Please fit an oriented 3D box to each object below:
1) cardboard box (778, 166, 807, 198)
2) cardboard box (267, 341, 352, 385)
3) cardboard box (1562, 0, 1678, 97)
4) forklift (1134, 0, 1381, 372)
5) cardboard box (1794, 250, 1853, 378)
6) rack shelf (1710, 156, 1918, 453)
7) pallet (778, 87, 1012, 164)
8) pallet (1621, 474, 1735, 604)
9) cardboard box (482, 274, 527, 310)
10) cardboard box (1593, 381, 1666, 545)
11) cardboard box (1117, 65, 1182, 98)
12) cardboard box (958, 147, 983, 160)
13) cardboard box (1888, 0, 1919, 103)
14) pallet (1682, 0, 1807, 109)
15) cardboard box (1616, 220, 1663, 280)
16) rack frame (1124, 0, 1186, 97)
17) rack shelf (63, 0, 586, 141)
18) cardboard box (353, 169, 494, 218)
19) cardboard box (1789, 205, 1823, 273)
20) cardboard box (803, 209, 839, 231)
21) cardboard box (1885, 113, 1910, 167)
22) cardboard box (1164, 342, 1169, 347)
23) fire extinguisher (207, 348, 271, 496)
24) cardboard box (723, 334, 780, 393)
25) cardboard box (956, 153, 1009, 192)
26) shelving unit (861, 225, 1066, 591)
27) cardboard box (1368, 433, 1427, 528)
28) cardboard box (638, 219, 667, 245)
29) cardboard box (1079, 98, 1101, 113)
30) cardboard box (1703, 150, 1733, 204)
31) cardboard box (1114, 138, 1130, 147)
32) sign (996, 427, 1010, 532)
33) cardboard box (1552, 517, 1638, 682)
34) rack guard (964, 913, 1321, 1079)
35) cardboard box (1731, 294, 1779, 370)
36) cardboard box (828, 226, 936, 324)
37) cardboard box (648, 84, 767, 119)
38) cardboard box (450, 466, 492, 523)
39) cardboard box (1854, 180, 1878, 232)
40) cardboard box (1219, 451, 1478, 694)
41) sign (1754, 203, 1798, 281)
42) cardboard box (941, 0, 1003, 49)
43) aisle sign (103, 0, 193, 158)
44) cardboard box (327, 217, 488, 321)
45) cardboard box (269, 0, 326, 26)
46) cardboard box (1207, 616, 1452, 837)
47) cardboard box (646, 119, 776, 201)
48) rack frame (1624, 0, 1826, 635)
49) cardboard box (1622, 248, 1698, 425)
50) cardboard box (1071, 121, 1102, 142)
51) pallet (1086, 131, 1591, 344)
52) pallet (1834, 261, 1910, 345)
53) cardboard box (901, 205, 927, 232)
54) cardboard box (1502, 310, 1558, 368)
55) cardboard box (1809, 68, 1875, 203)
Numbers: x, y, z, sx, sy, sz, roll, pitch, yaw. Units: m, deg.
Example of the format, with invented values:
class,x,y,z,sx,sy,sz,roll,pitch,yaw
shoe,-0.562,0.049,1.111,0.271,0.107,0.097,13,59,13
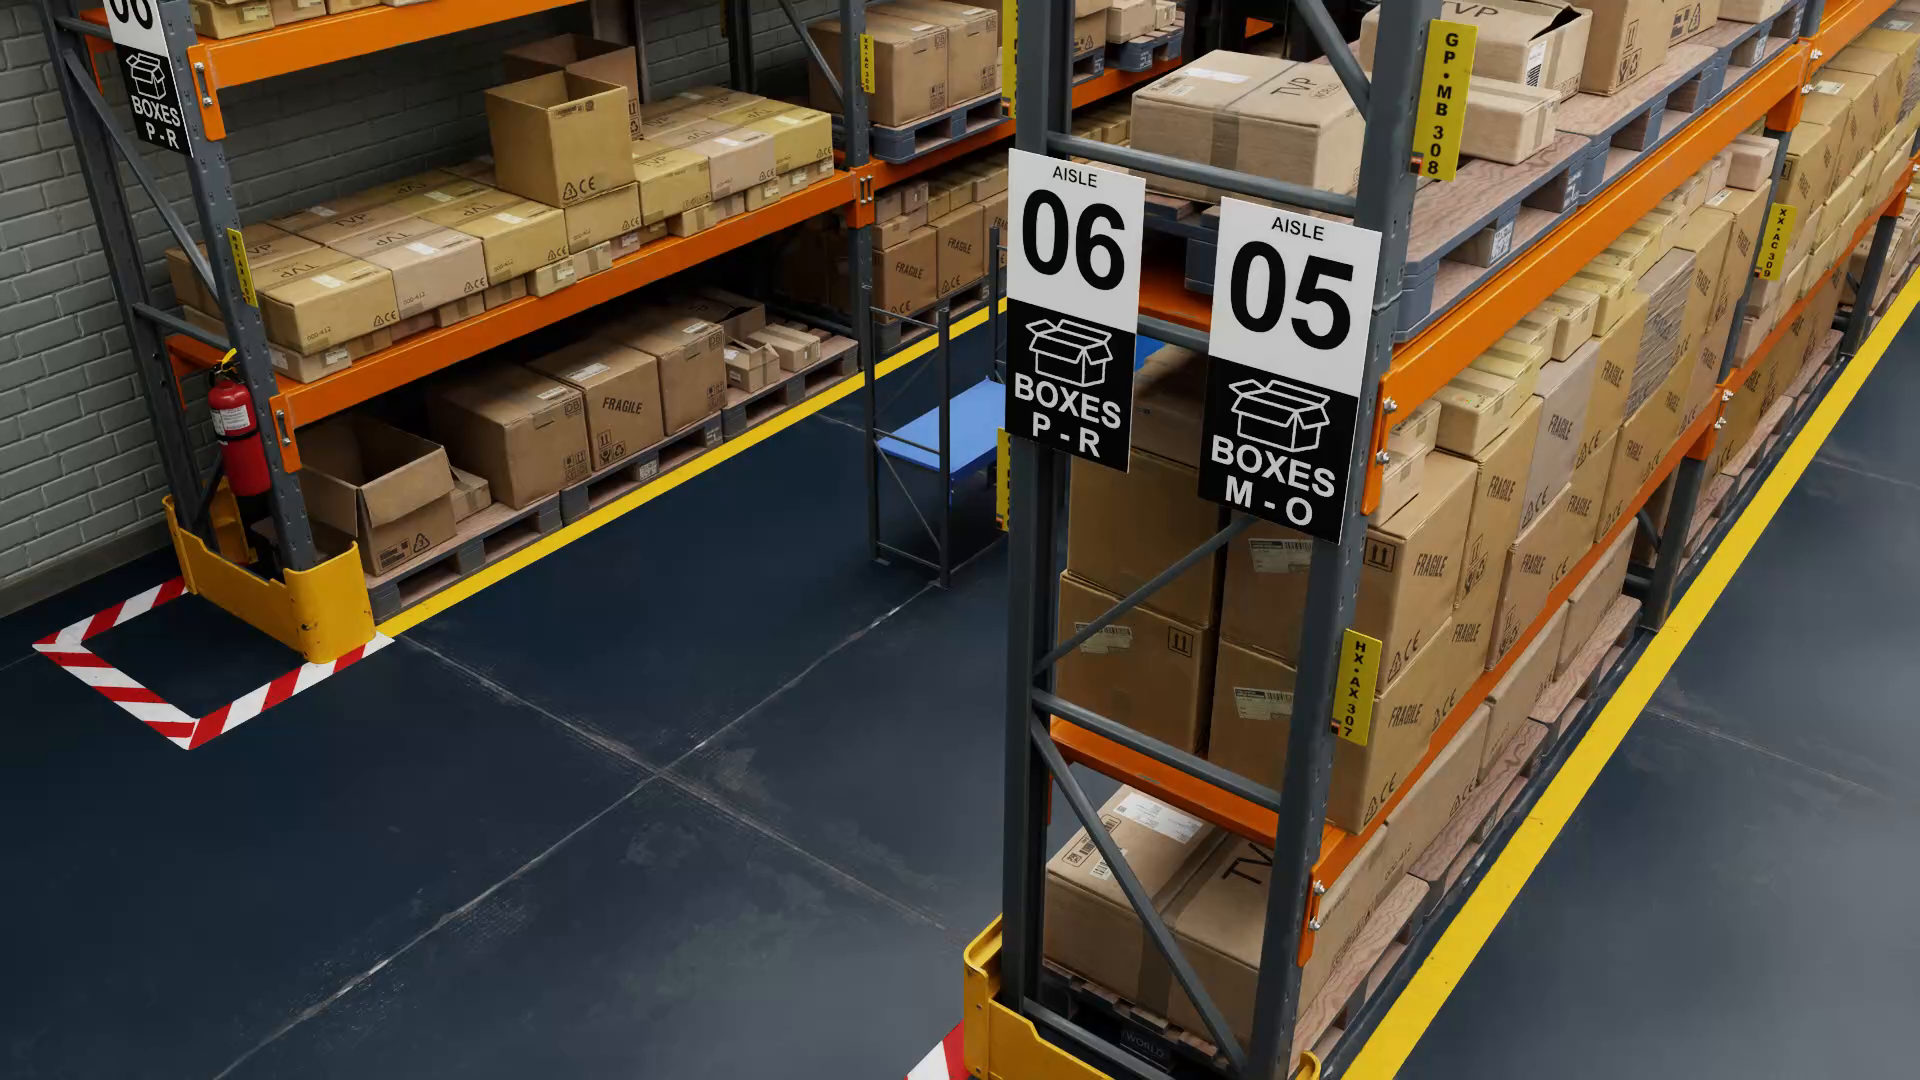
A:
class,x,y,z,sx,sy,sz,roll,pitch,yaw
cardboard box,-1.106,-2.112,9.619,0.380,0.149,0.250,22,37,33
cardboard box,-2.972,-0.856,7.498,0.380,0.149,0.250,21,36,31
cardboard box,1.907,-1.719,5.158,0.500,0.500,0.500,22,37,32
forklift,2.012,-2.145,9.494,3.031,2.935,1.130,-23,38,-33
cardboard box,4.916,-1.652,10.267,0.875,0.875,0.875,21,36,31
rack shelf,4.192,-1.518,9.074,1.077,0.370,4.000,21,37,31
pallet,-0.405,-2.749,10.635,1.003,0.211,1.213,21,37,31
pallet,3.391,-0.151,8.799,1.003,0.211,1.213,21,37,31
cardboard box,-2.367,-1.284,8.221,0.380,0.149,0.250,22,37,32
cardboard box,2.311,-0.370,6.335,0.500,0.500,0.500,21,36,31
cardboard box,1.827,-3.575,13.757,0.875,0.625,0.625,22,37,33
cardboard box,-0.058,-2.796,11.929,0.380,0.149,0.250,20,36,29
cardboard box,5.296,-2.823,9.492,0.500,0.500,0.500,20,36,30
pallet,2.483,-1.937,6.221,1.003,0.211,1.213,21,37,31
cardboard box,2.231,-1.043,5.853,0.380,0.149,0.250,20,36,30
rack frame,1.440,-4.166,12.838,1.000,3.000,0.127,21,37,31
rack shelf,-2.182,-2.708,8.141,1.077,0.370,4.000,21,37,31
cardboard box,-2.708,-1.656,8.457,0.500,0.250,0.500,22,37,33
cardboard box,3.768,-1.477,7.958,0.500,0.250,0.500,22,37,32
cardboard box,-0.982,-2.163,10.861,0.380,0.149,0.250,20,36,29
cardboard box,5.003,-2.306,9.356,0.500,0.250,0.500,20,36,30
cardboard box,0.850,-0.589,5.088,0.380,0.149,0.250,21,36,31
fire extinguisher,-3.109,-0.519,7.125,0.296,0.674,0.183,21,37,31
cardboard box,-1.292,-1.083,9.905,0.396,0.266,0.258,23,37,33
cardboard box,0.192,-2.539,11.495,0.380,0.149,0.250,23,37,33
shelving unit,0.052,-0.680,8.426,0.538,1.500,1.048,21,37,31
cardboard box,1.005,-0.200,4.430,0.380,0.149,0.250,22,37,32
cardboard box,-1.800,-1.718,8.953,0.380,0.149,0.250,22,37,32
cardboard box,0.877,-3.434,13.007,0.380,0.149,0.250,23,38,34
cardboard box,2.807,-1.470,6.573,0.380,0.149,0.250,22,37,32
cardboard box,1.046,-2.833,12.629,0.500,0.500,0.500,21,36,31
sign,0.146,-0.161,4.712,0.100,0.325,0.005,21,37,31
cardboard box,2.520,0.129,7.691,0.875,0.438,0.875,21,36,31
rack guard,0.556,1.697,5.397,1.175,0.500,0.348,21,37,31
cardboard box,3.461,-1.047,7.722,0.500,0.250,0.500,20,36,30
cardboard box,-0.503,-1.773,10.839,0.500,0.500,0.500,23,38,33
cardboard box,-1.489,-2.486,9.857,0.500,0.250,0.500,21,36,31
cardboard box,-2.657,-0.249,8.612,0.380,0.149,0.250,20,36,29
cardboard box,4.689,-1.878,9.124,0.500,0.250,0.500,21,36,31
cardboard box,1.087,0.031,4.677,0.500,0.500,0.500,20,36,30
sign,3.428,-1.251,6.991,0.100,0.325,0.005,21,37,31
cardboard box,0.282,-3.421,11.071,0.700,0.500,0.500,21,37,31
aisle sign,-3.196,-1.915,6.489,0.394,0.787,0.004,21,37,31
cardboard box,-2.596,-1.284,7.830,0.500,0.250,0.500,22,37,32
cardboard box,-2.874,-2.269,6.941,0.380,0.149,0.250,22,37,32
cardboard box,1.089,0.462,4.930,0.500,0.500,0.500,21,36,31
cardboard box,-1.378,-2.114,9.229,0.500,0.250,0.500,21,37,31
rack frame,2.985,-1.014,7.519,1.000,3.000,0.127,21,37,31
cardboard box,2.308,-0.797,6.074,0.500,0.500,0.500,22,37,32
cardboard box,0.814,-2.965,12.214,0.380,0.149,0.250,22,37,33
pallet,1.010,-0.945,4.548,1.003,0.211,1.213,21,37,31
pallet,5.872,-1.758,11.509,1.003,0.211,1.213,21,37,31
cardboard box,-0.440,-2.125,10.797,0.380,0.149,0.250,20,36,30
cardboard box,1.616,-0.634,5.163,0.380,0.149,0.250,22,37,32
cardboard box,4.070,-1.996,8.097,0.500,0.500,0.500,20,36,30
